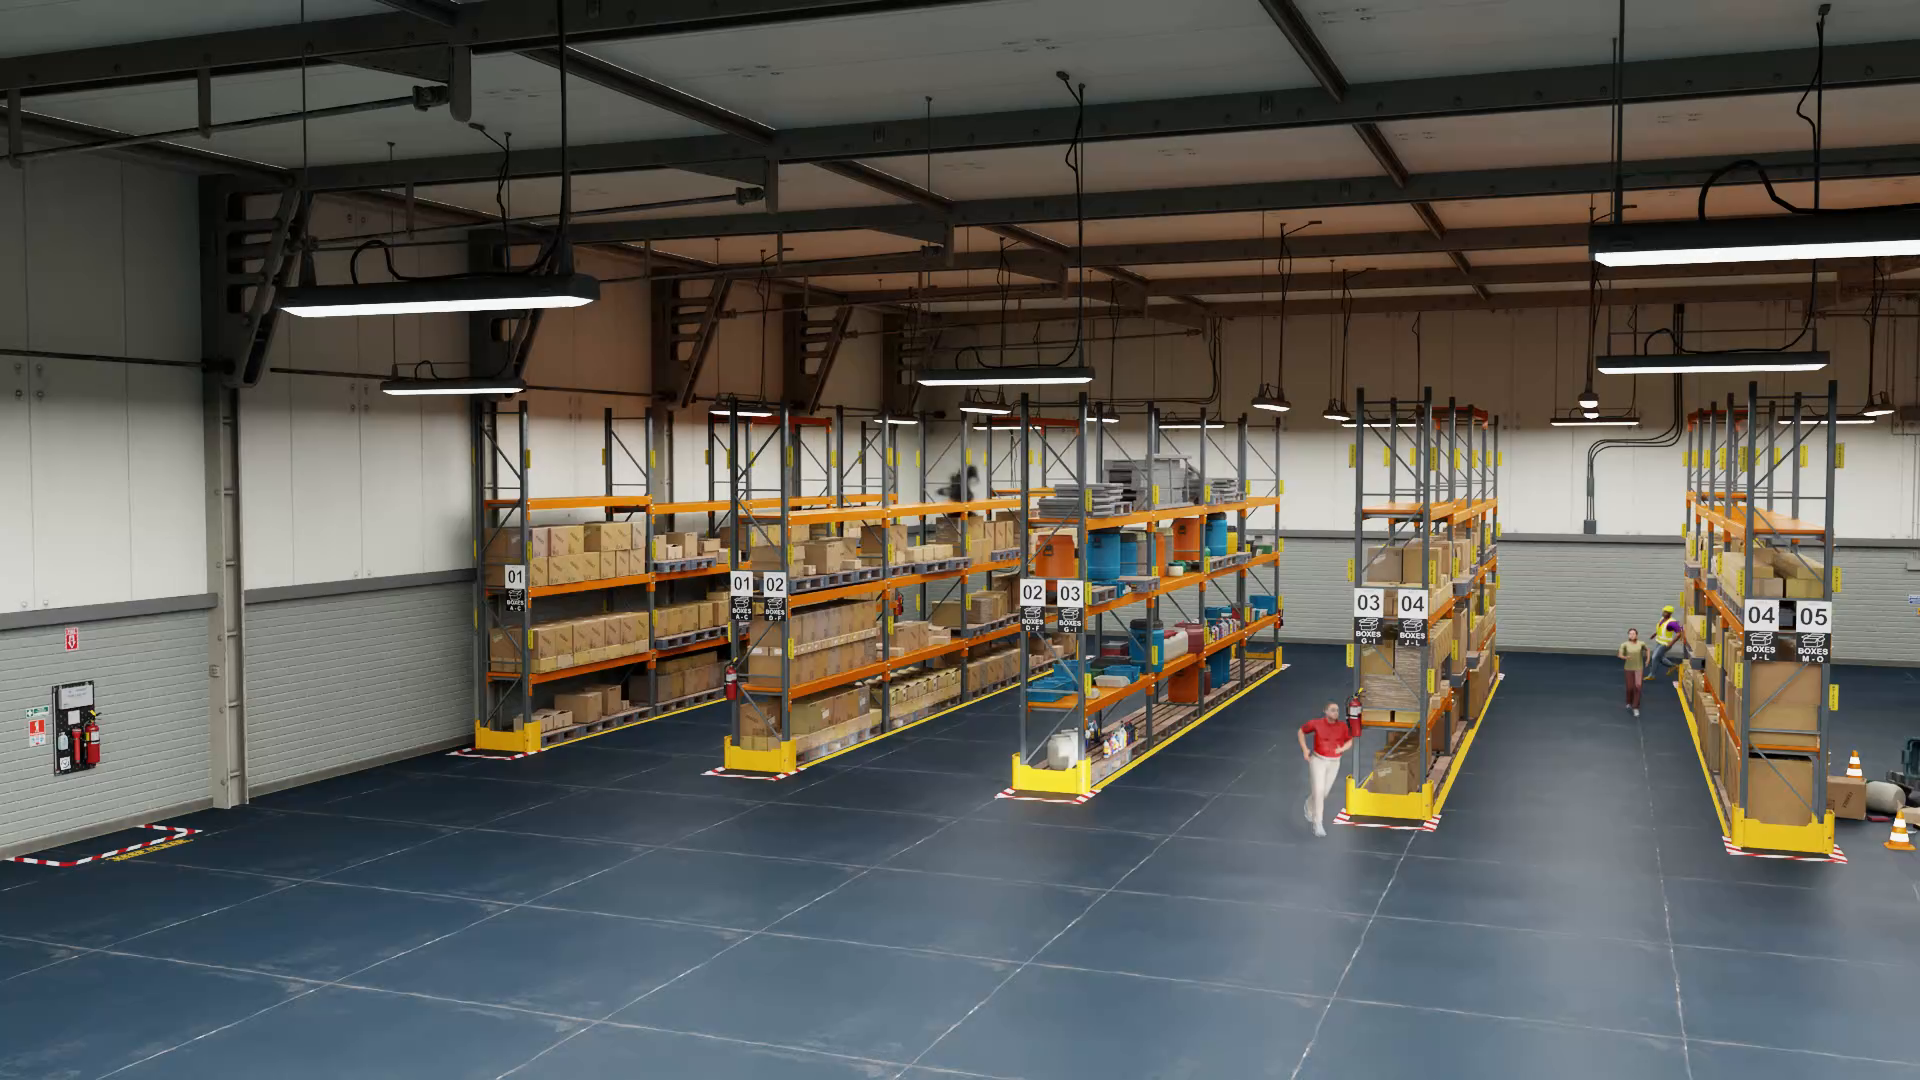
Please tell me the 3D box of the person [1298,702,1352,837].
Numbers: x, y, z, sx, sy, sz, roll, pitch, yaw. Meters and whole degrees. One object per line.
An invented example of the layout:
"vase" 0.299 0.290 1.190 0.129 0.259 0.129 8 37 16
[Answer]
"person" 4.963 3.060 22.494 0.700 1.749 0.918 0 3 -9

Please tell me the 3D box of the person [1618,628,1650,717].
"person" 13.261 2.582 32.728 0.577 1.689 0.886 1 3 23

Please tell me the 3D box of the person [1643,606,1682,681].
"person" 15.839 2.325 37.373 0.860 1.718 0.763 0 3 -6
